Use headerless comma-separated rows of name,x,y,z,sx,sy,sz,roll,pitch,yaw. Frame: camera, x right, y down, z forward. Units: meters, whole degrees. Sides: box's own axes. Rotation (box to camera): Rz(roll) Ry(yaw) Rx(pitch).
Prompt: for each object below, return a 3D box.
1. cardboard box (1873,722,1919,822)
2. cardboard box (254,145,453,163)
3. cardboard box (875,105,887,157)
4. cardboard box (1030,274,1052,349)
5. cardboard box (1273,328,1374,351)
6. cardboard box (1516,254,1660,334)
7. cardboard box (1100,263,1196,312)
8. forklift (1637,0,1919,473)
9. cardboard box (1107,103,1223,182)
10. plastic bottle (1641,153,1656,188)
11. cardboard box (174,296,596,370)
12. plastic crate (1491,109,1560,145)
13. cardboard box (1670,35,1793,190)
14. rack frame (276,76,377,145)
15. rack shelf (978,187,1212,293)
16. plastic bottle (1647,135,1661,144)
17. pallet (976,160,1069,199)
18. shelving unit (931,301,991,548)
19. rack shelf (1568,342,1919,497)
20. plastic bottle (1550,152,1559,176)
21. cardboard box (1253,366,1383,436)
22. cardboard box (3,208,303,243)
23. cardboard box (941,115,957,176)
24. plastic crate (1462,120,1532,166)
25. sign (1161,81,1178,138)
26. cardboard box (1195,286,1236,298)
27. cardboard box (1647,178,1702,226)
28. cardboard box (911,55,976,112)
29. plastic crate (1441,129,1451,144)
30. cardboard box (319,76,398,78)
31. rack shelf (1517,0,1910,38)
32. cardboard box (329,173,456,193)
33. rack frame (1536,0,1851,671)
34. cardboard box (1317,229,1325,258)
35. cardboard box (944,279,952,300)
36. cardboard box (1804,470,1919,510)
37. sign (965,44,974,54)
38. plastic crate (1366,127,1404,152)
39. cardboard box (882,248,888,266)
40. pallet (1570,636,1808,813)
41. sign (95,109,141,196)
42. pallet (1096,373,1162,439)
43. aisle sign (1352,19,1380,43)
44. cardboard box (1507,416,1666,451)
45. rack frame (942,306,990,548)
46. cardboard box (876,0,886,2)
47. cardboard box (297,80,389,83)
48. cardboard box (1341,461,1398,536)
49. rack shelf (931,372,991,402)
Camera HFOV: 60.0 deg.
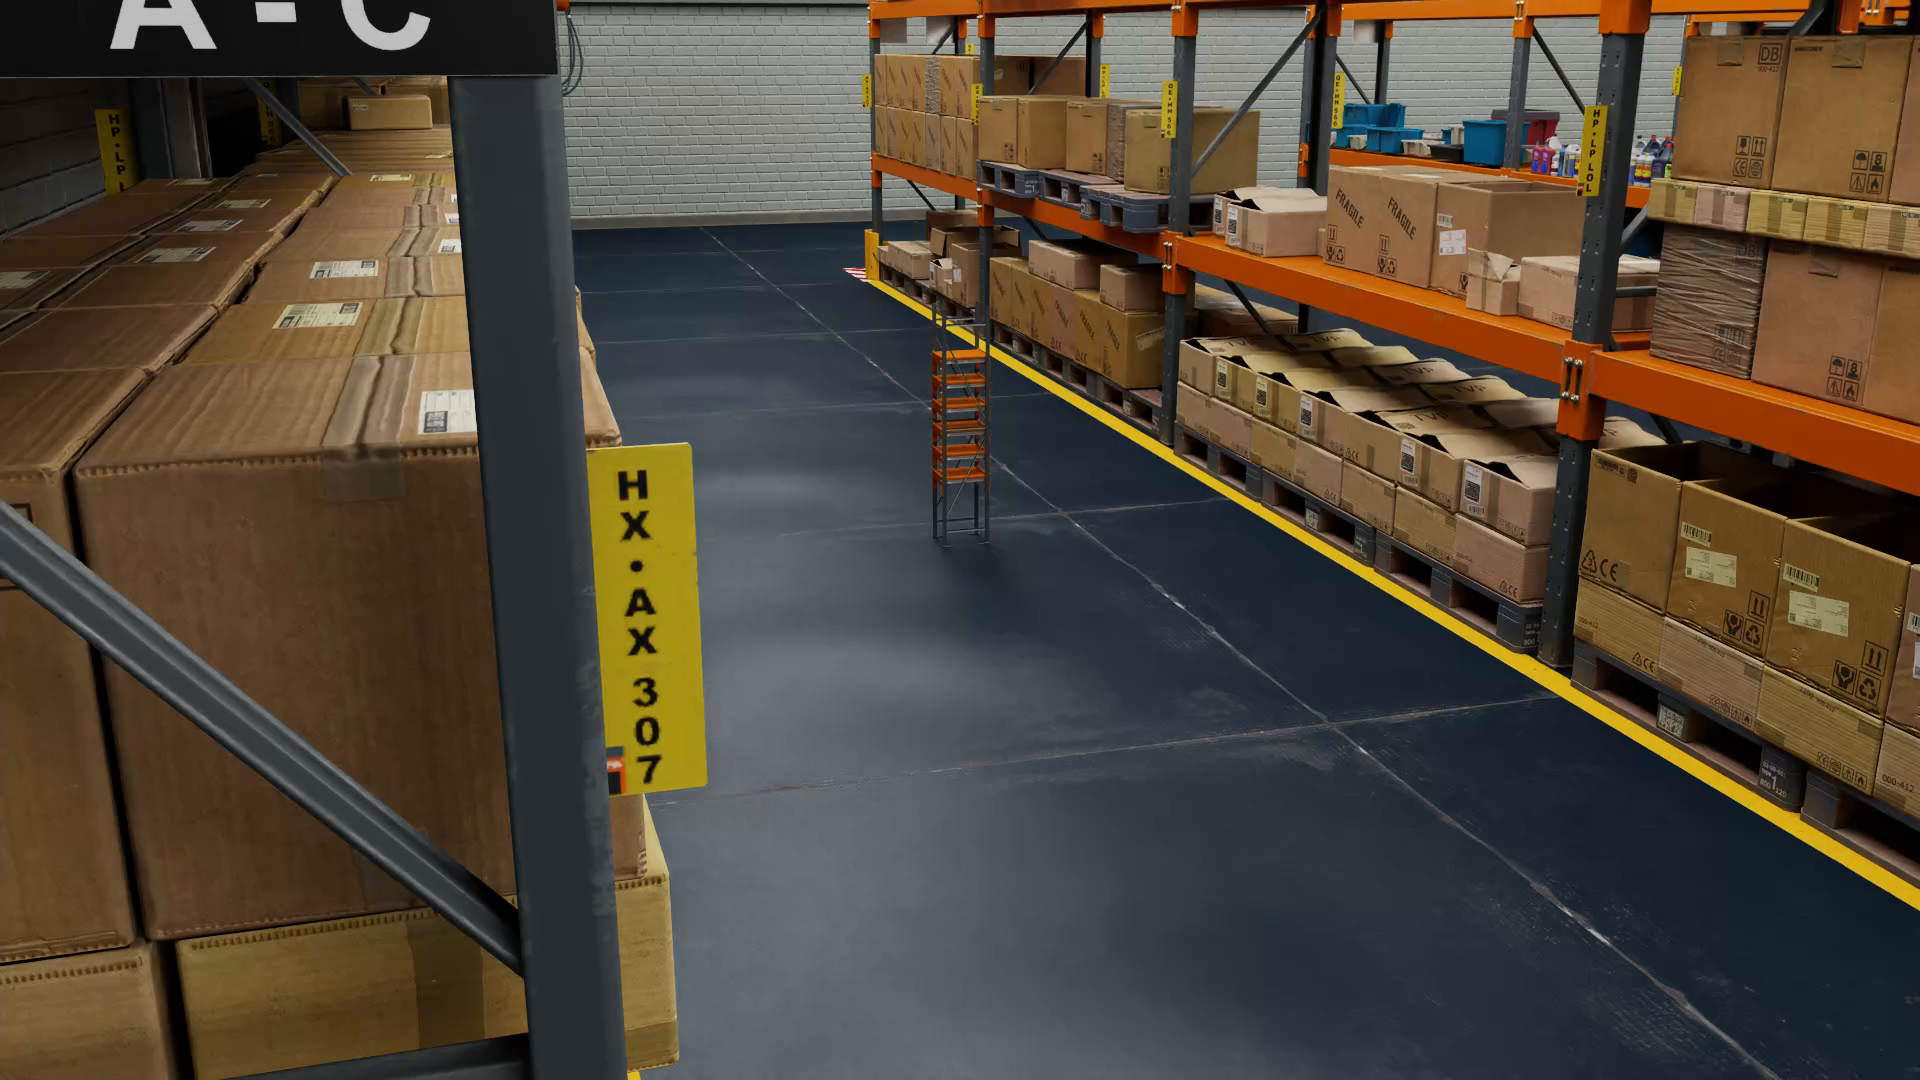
cardboard box,3.103,0.717,4.901,0.500,0.250,0.500,-5,17,-15
cardboard box,-2.368,-1.311,6.663,0.700,0.500,0.500,-2,17,-8
cardboard box,-0.571,-4.190,17.013,0.500,0.500,0.500,-4,17,-14
cardboard box,0.846,-1.754,12.658,0.500,0.500,0.500,-4,17,-15
cardboard box,2.140,-1.100,9.976,0.500,0.311,0.500,-4,17,-14
cardboard box,2.681,-1.027,6.919,0.500,0.250,0.500,-4,17,-12
cardboard box,1.257,-1.701,11.177,0.500,0.250,0.500,-4,17,-13
forklift,4.681,-1.524,8.432,1.130,2.935,3.031,-5,17,-16
cardboard box,1.410,-2.755,11.507,0.700,0.500,0.500,-1,17,-5
plastic bottle,5.535,-2.969,13.345,0.097,0.271,0.097,0,17,0
cardboard box,-0.773,-0.058,2.352,0.500,0.500,0.500,-5,17,-15
plastic crate,5.419,-3.896,15.993,0.402,0.464,0.583,-5,17,-15
cardboard box,2.987,-1.513,5.847,0.700,0.500,0.500,-5,17,-15
rack frame,-3.003,-1.680,8.831,1.000,3.000,0.127,-5,17,-15
rack shelf,1.210,-2.282,12.084,1.077,0.370,4.000,-5,17,-15
plastic bottle,5.991,-3.318,14.369,0.144,0.351,0.185,-5,17,-15
pallet,0.775,-2.858,13.085,1.003,0.211,1.213,-5,17,-15
shelving unit,0.004,-0.571,8.266,0.258,1.200,0.189,-5,17,-15
rack shelf,3.408,-0.069,4.717,1.077,0.370,4.000,-5,17,-15
plastic bottle,5.200,-3.272,14.477,0.097,0.201,0.097,0,17,0
cardboard box,1.911,-0.772,8.882,0.500,0.311,0.500,-5,17,-17
cardboard box,-1.705,-0.442,3.633,0.500,0.500,0.500,-4,17,-14
cardboard box,0.133,-3.488,14.675,0.500,0.500,0.500,-4,17,-14
plastic crate,4.967,-3.693,15.456,0.392,0.384,0.575,-5,17,-15
sign,1.240,-2.544,9.832,0.100,0.325,0.005,-5,17,-15
cardboard box,1.627,-1.518,11.873,0.500,0.500,0.500,-5,17,-16
cardboard box,2.746,-1.235,6.049,0.380,0.149,0.250,-5,17,-15
cardboard box,-0.147,-4.246,15.460,0.500,0.500,0.500,-5,17,-16
plastic crate,5.135,-4.077,16.998,0.416,0.233,0.300,-5,17,-15
cardboard box,-3.933,-2.915,10.914,0.500,0.250,0.500,-5,18,-17
rack shelf,5.973,-4.109,12.953,1.077,0.370,4.000,-5,17,-15
cardboard box,-1.476,-0.764,4.705,0.500,0.500,0.500,-5,17,-15
rack frame,2.859,-0.966,6.455,1.000,3.000,0.127,-5,17,-15
cardboard box,2.164,-1.604,9.015,0.380,0.149,0.250,-3,17,-11
cardboard box,0.070,-2.259,14.948,0.380,0.149,0.250,-5,17,-15
cardboard box,3.322,0.040,5.850,0.500,0.500,0.500,-5,17,-15
sign,0.100,-5.030,17.421,0.100,0.325,0.005,-5,17,-15
plastic crate,4.438,-4.166,17.295,0.416,0.233,0.300,-5,17,-15
cardboard box,-0.586,-2.927,17.144,0.380,0.166,0.250,-5,17,-15
pallet,3.037,0.592,6.113,1.003,0.211,1.213,-5,17,-15
sign,-2.436,-1.083,4.832,0.100,0.325,0.005,-5,17,-15
pallet,1.590,-0.947,11.237,1.003,0.211,1.213,-5,17,-15
aisle sign,4.586,-5.964,18.575,0.394,0.787,0.004,-5,17,-15
cardboard box,2.852,-0.392,7.618,0.500,0.311,0.500,-5,17,-16
rack frame,0.029,-0.545,8.182,0.240,1.200,0.006,-5,17,-15
cardboard box,-0.543,-5.488,16.556,0.500,0.250,0.500,-5,17,-15
cardboard box,-3.516,-2.488,9.491,0.500,0.250,0.500,-5,18,-17
cardboard box,2.188,-0.224,8.033,0.500,0.250,0.500,-4,17,-14
rack shelf,0.004,-0.758,8.210,0.258,0.103,0.180,-5,17,-15
